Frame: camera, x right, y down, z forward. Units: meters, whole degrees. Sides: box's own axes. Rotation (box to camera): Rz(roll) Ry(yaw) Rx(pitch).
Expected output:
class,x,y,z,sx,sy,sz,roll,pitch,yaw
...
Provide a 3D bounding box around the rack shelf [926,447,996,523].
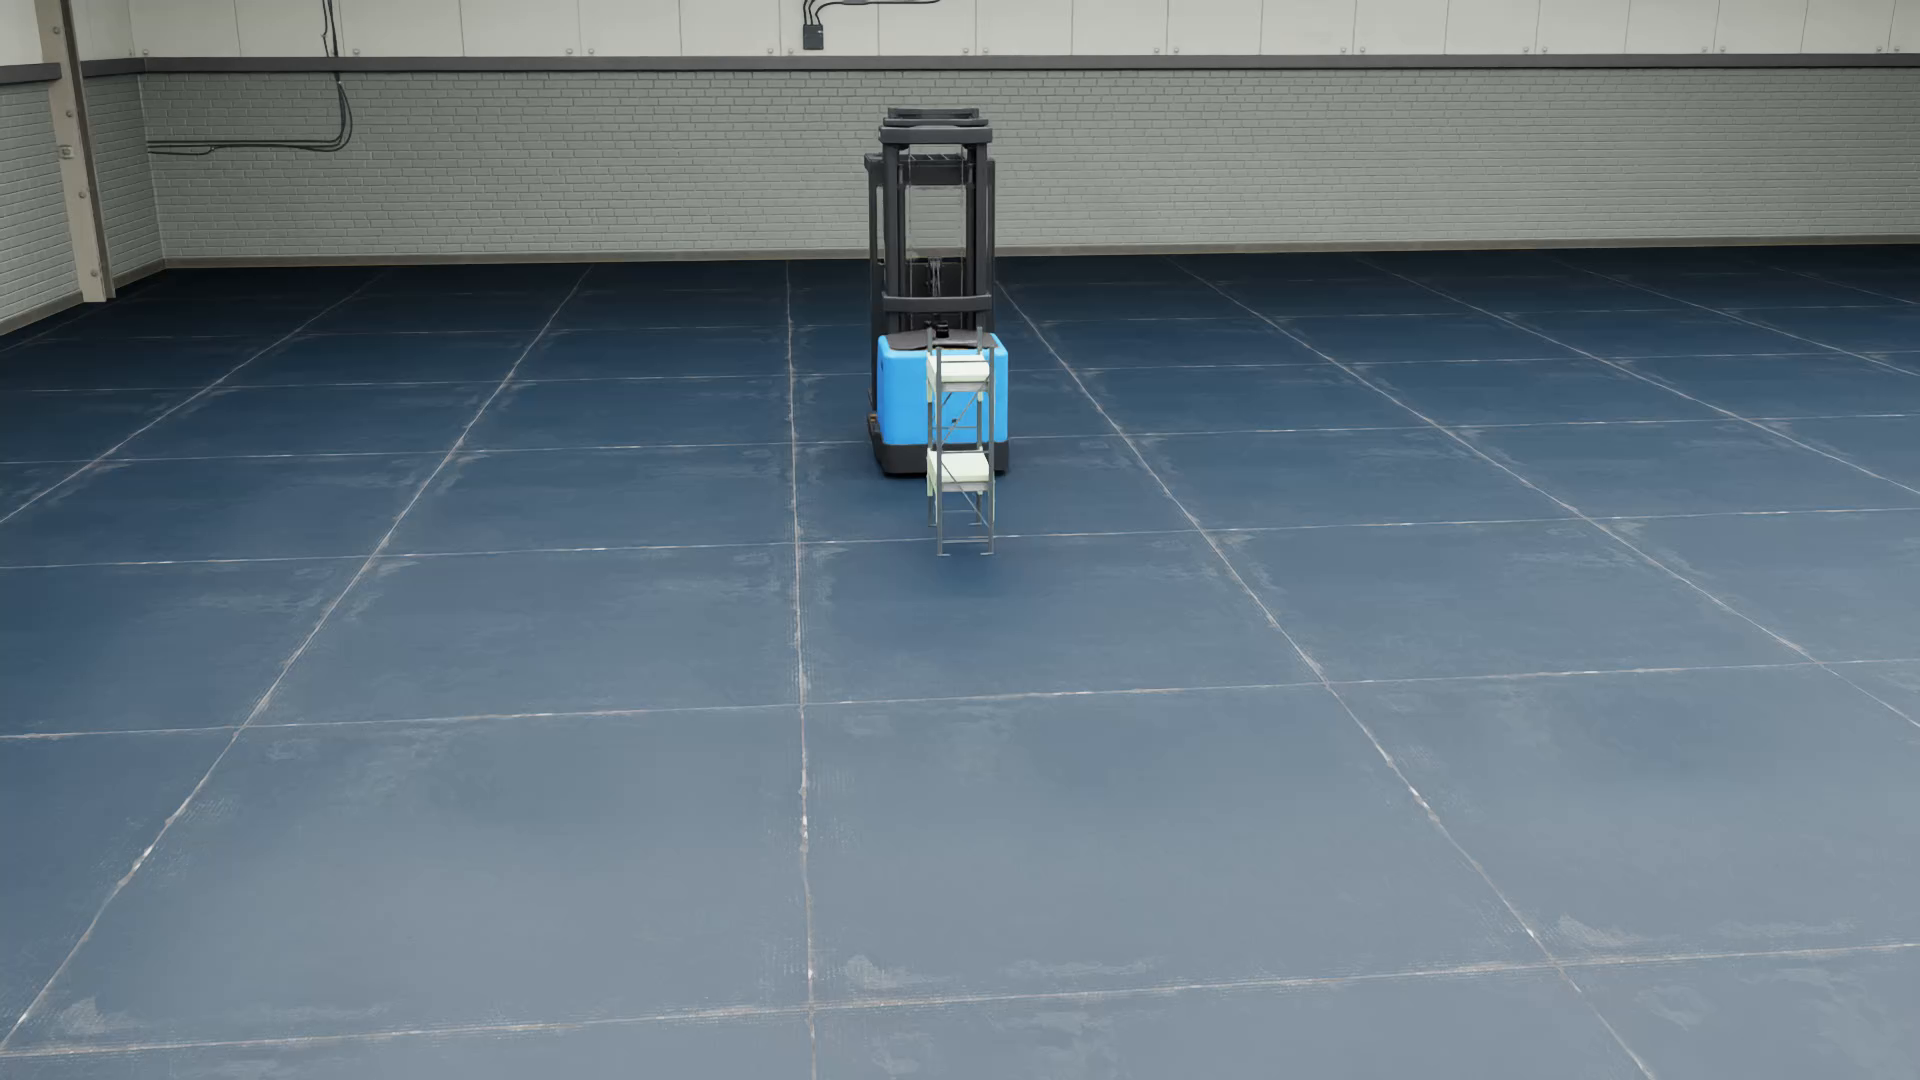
class,x,y,z,sx,sy,sz,roll,pitch,yaw
rack shelf,-0.001,-0.407,12.056,0.431,0.370,0.720,-2,18,-6

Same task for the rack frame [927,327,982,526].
class,x,y,z,sx,sy,sz,roll,pitch,yaw
rack frame,-0.038,-0.827,12.306,0.400,1.500,0.023,-2,18,-6

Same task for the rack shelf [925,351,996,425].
class,x,y,z,sx,sy,sz,roll,pitch,yaw
rack shelf,-0.001,-1.090,11.842,0.431,0.370,0.720,-2,18,-6

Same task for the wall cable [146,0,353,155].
class,x,y,z,sx,sy,sz,roll,pitch,yaw
wall cable,-10.684,-6.996,24.623,3.097,2.526,0.112,-2,18,-6

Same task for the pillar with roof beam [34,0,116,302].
class,x,y,z,sx,sy,sz,roll,pitch,yaw
pillar with roof beam,-7.413,-7.692,21.655,9.100,9.000,0.400,-2,18,-6

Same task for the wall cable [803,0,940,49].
class,x,y,z,sx,sy,sz,roll,pitch,yaw
wall cable,-1.239,-10.389,24.567,2.305,6.003,0.169,-2,18,-6

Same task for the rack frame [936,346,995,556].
class,x,y,z,sx,sy,sz,roll,pitch,yaw
rack frame,0.037,-0.609,11.611,0.400,1.500,0.023,-2,18,-6

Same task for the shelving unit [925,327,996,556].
class,x,y,z,sx,sy,sz,roll,pitch,yaw
shelving unit,-0.001,-0.718,11.959,0.431,1.500,0.755,-2,18,-6

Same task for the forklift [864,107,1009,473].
class,x,y,z,sx,sy,sz,roll,pitch,yaw
forklift,-0.268,-2.343,14.746,1.130,2.935,3.031,-2,18,-6
